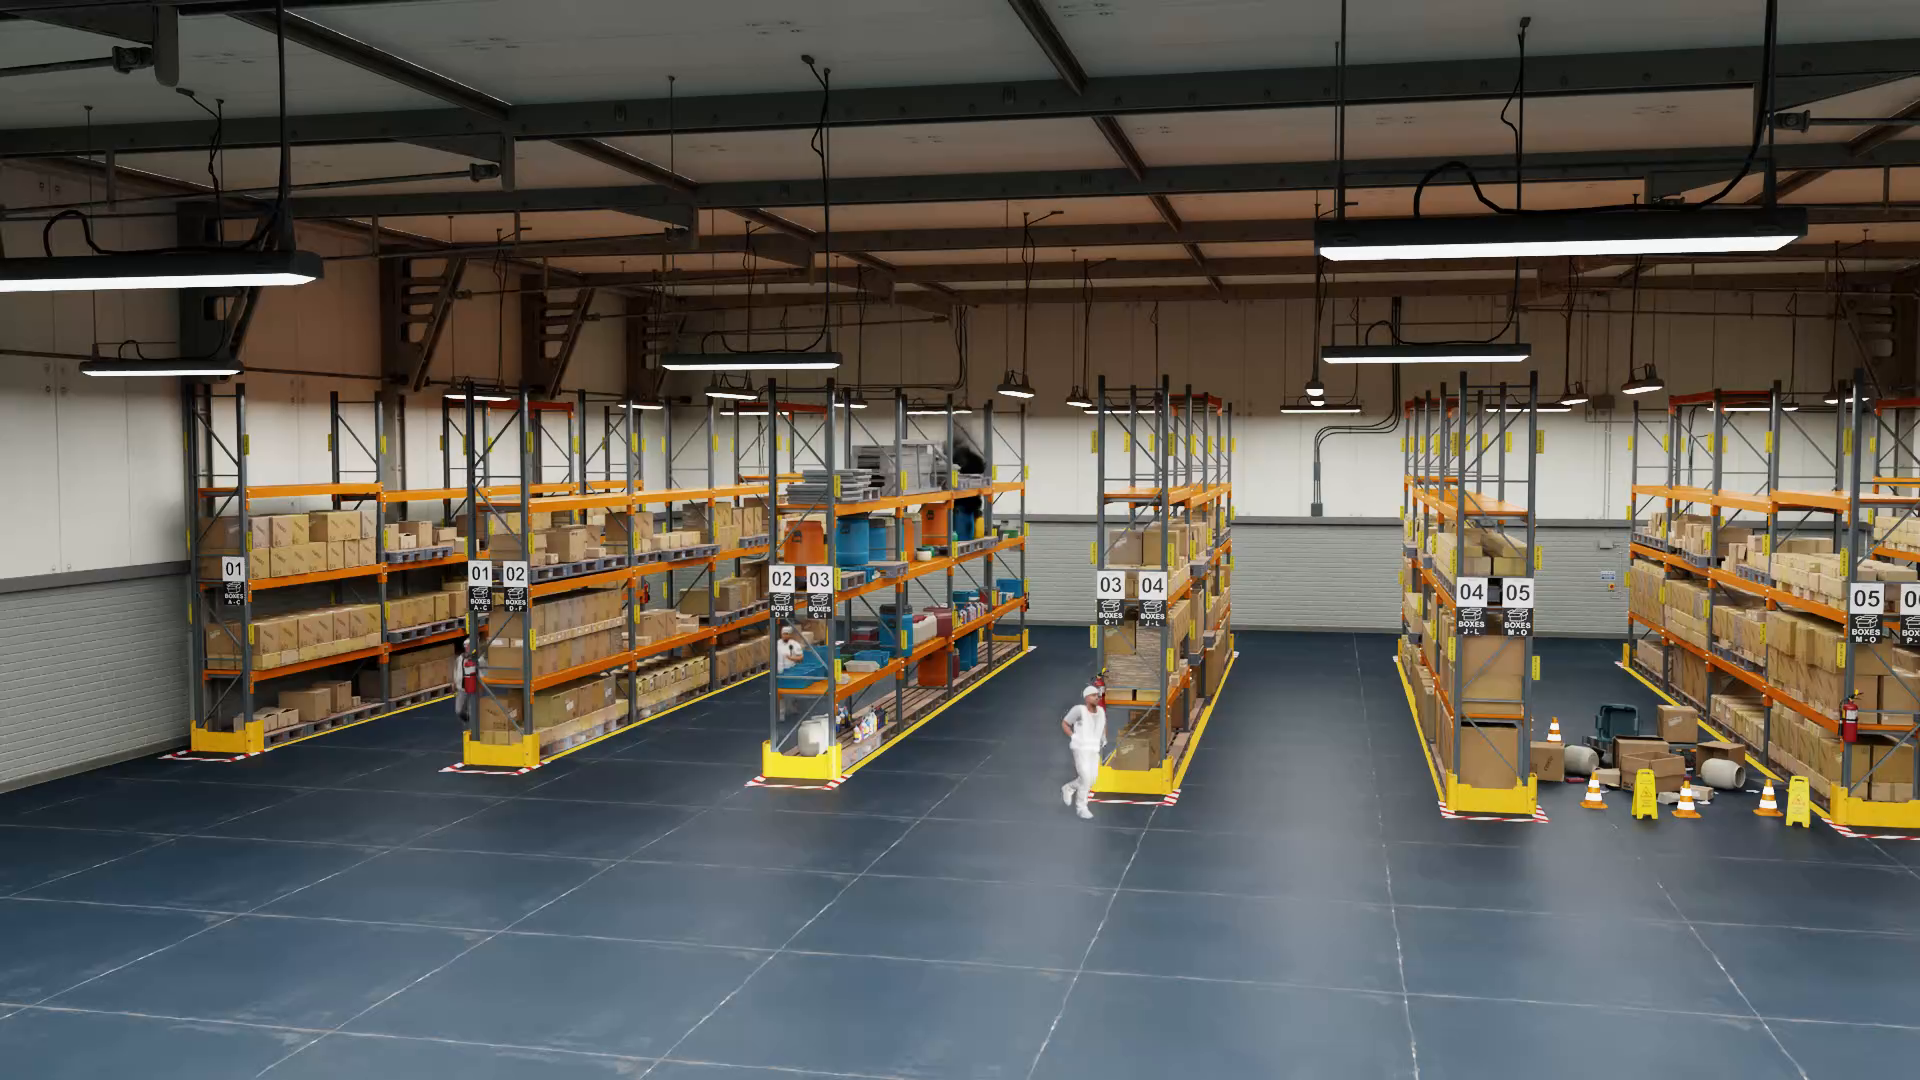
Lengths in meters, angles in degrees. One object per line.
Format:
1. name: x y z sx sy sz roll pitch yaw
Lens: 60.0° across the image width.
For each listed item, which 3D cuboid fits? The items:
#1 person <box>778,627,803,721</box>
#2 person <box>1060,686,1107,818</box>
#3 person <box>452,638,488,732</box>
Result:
1. person: -3.151 2.411 30.363 0.599 1.668 0.903 0 3 4
2. person: 1.706 2.852 22.658 0.729 1.737 0.743 -2 4 -31
3. person: -8.349 2.524 28.220 0.650 1.732 0.566 0 3 4
